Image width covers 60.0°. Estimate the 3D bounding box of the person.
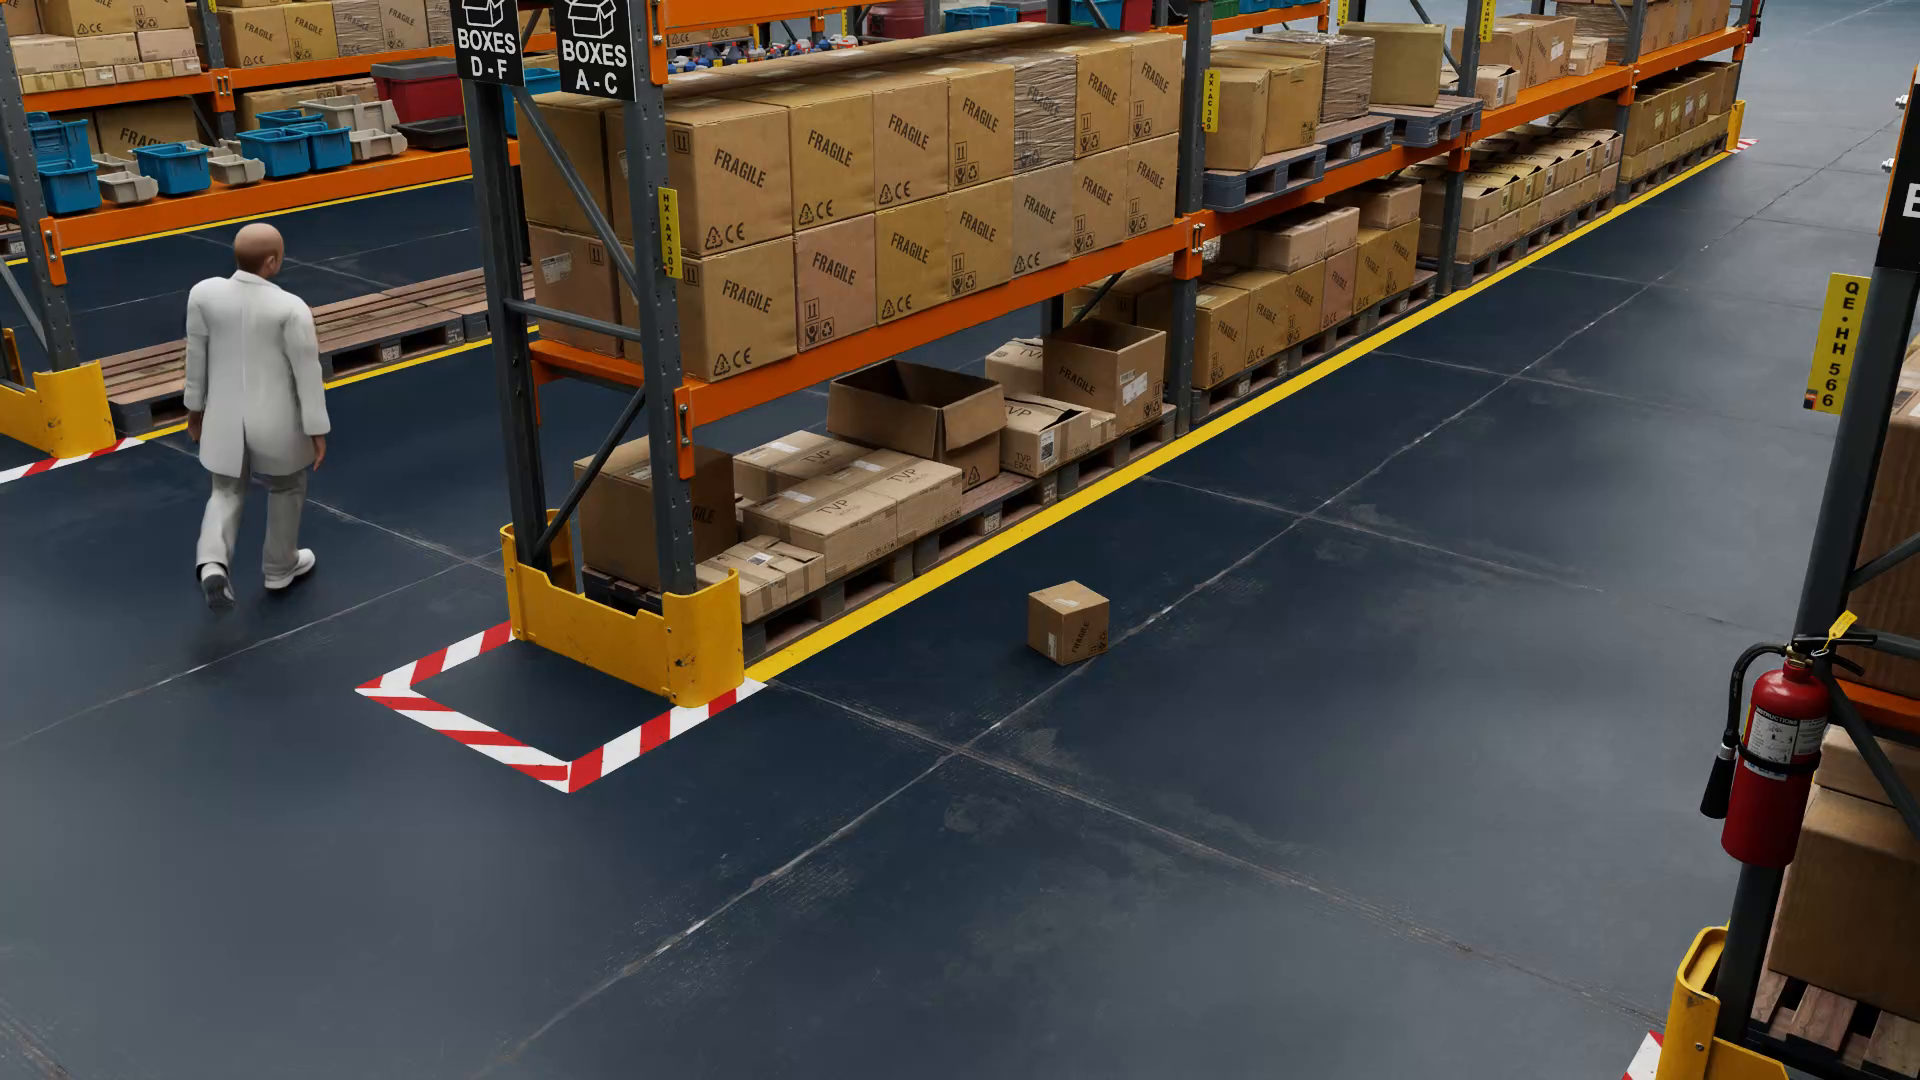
[{"bbox_3d":[-3.114,-0.523,7.319,0.664,1.731,0.905,0,23,0],"label":"person"}]
